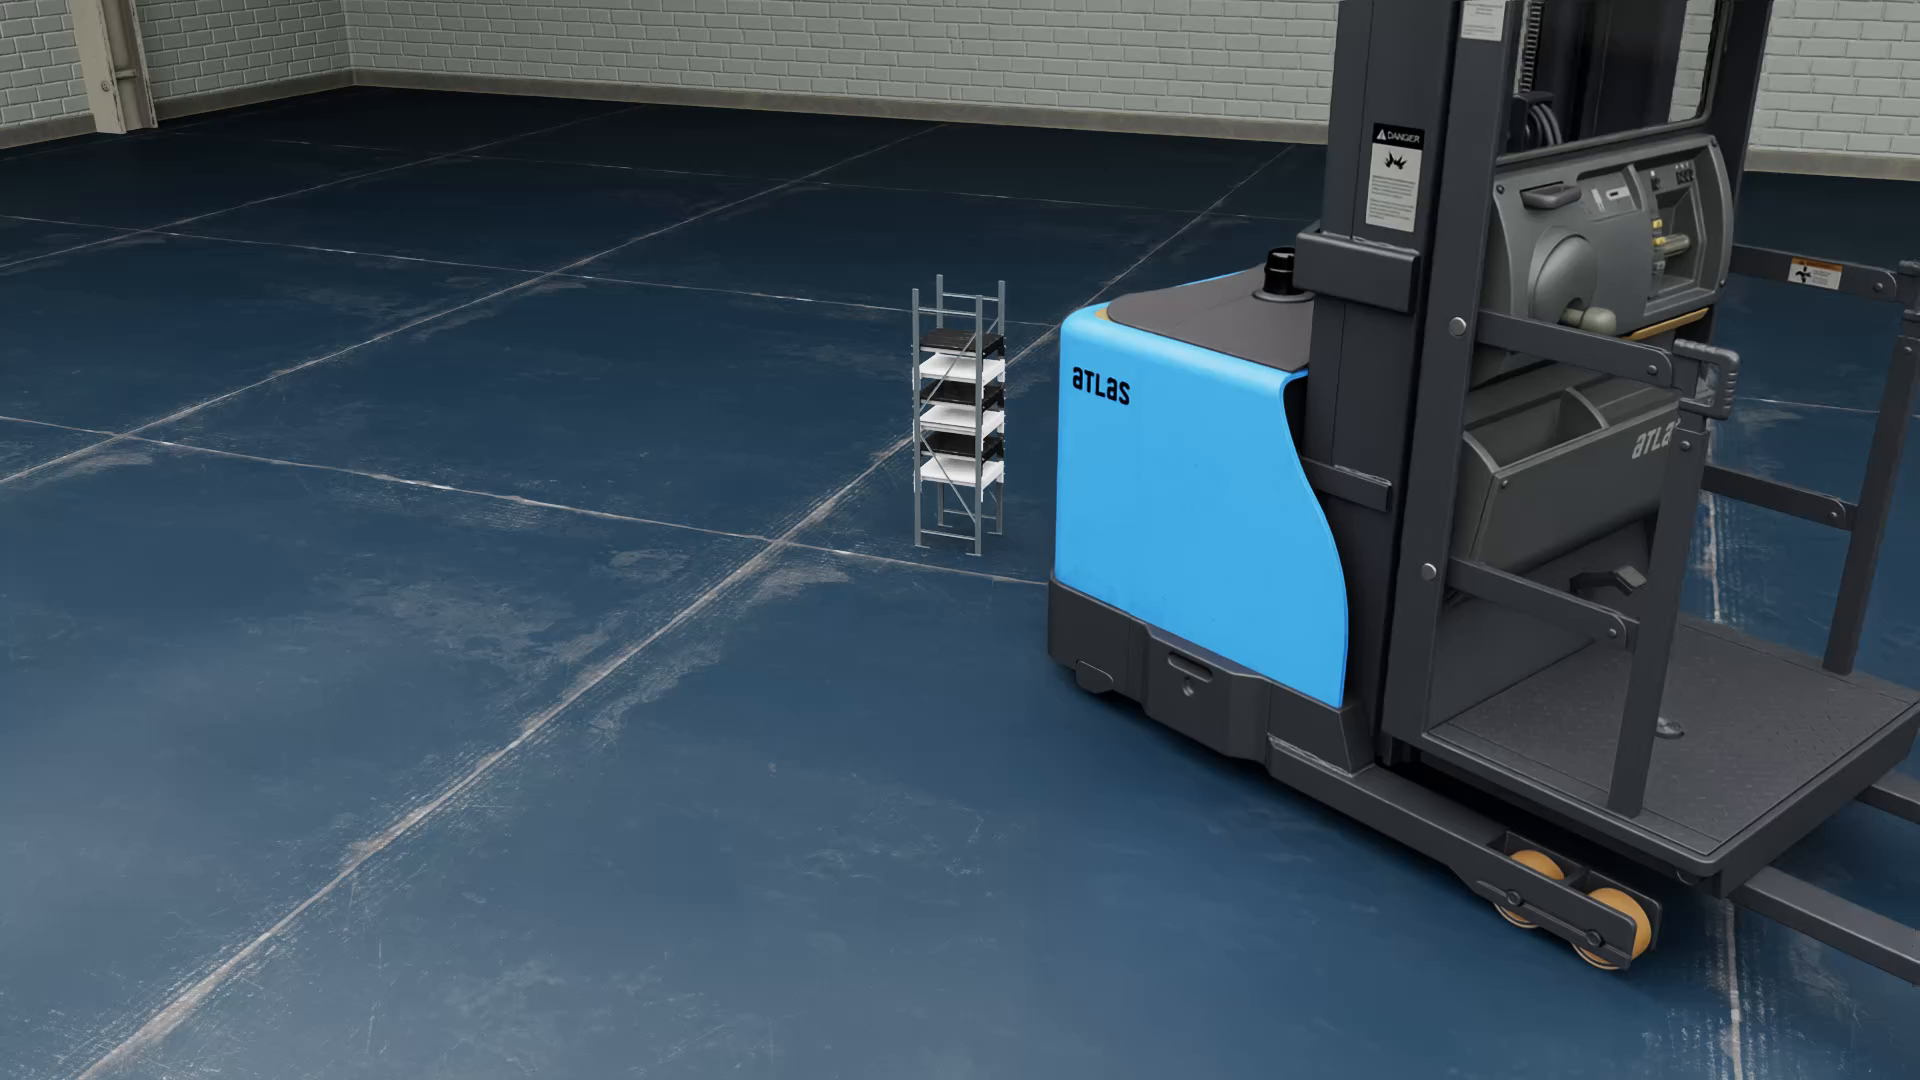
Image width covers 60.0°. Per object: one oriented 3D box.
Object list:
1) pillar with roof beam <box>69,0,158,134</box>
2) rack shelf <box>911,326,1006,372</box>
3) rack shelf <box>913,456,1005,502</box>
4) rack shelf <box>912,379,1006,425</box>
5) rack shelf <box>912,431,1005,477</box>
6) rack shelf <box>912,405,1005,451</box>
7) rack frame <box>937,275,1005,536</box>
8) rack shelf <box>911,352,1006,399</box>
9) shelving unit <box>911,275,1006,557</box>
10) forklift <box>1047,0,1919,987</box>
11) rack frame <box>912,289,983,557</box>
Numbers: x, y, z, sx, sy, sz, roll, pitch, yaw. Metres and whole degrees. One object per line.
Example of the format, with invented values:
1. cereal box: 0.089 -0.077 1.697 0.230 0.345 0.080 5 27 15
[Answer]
1. pillar with roof beam: -3.054 -7.011 10.861 9.100 9.000 0.400 9 24 20
2. rack shelf: -0.003 -0.631 5.478 0.258 0.077 0.200 9 24 20
3. rack shelf: -0.003 -0.215 5.652 0.258 0.077 0.200 9 24 20
4. rack shelf: -0.003 -0.465 5.548 0.258 0.077 0.200 9 24 20
5. rack shelf: -0.003 -0.299 5.617 0.258 0.077 0.200 9 24 20
6. rack shelf: -0.003 -0.382 5.582 0.258 0.077 0.200 9 24 20
7. rack frame: 0.035 -0.449 5.657 0.240 0.900 0.006 9 24 20
8. rack shelf: -0.003 -0.548 5.513 0.258 0.077 0.200 9 24 20
9. shelving unit: -0.003 -0.412 5.570 0.258 0.900 0.210 9 24 20
10. forklift: 1.587 -0.656 3.517 1.130 2.935 3.031 -18 29 -37
11. rack frame: -0.041 -0.376 5.483 0.240 0.900 0.006 9 24 20
